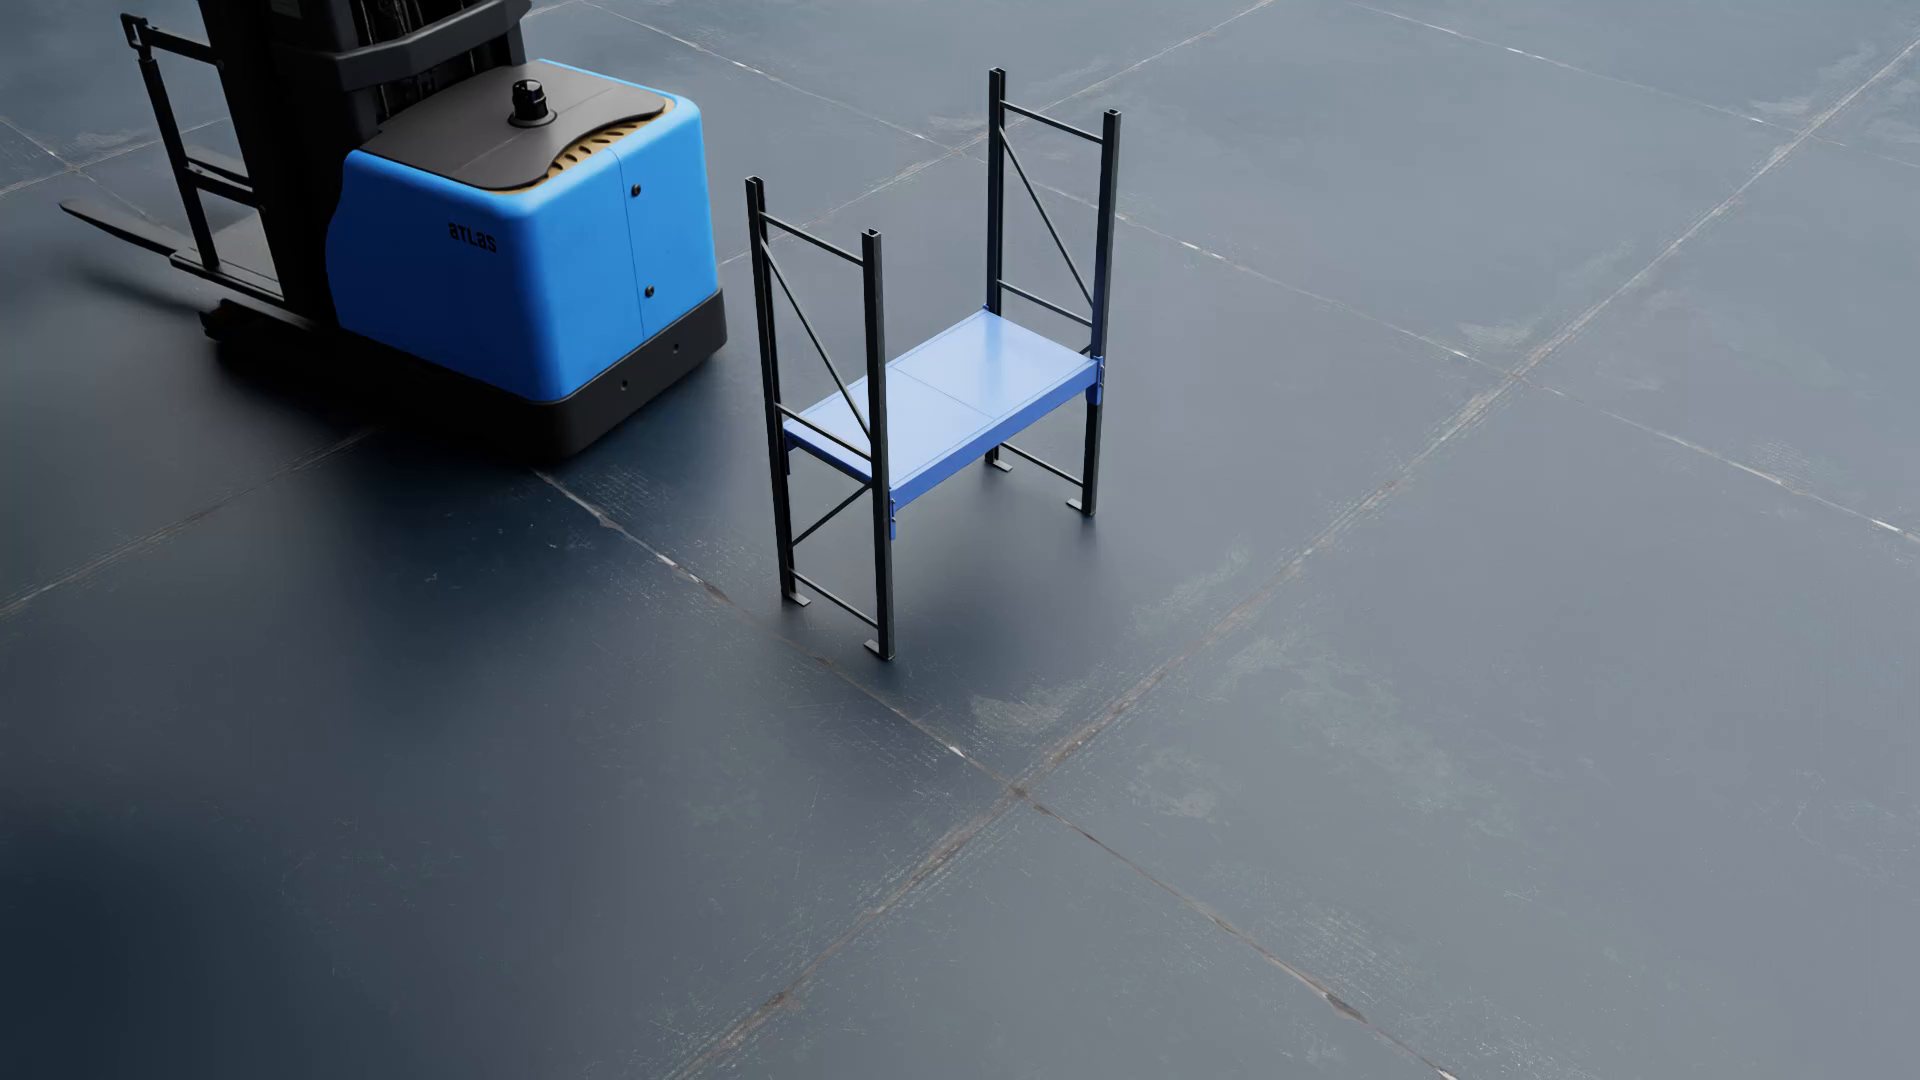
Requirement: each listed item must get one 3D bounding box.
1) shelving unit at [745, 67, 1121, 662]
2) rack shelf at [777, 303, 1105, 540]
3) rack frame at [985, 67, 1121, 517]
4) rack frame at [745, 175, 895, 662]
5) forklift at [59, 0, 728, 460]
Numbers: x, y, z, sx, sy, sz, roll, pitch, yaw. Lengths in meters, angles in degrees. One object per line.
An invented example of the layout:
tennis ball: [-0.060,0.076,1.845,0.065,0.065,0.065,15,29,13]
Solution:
shelving unit: [-0.058,-0.548,5.234,0.538,1.500,1.048,30,47,32]
rack shelf: [-0.058,-0.407,5.346,0.538,0.185,1.000,30,47,32]
rack frame: [0.285,-0.781,5.528,0.500,1.500,0.032,30,47,32]
rack frame: [-0.400,-0.314,4.940,0.500,1.500,0.032,30,47,32]
forklift: [-2.455,-2.124,6.066,3.031,2.935,1.130,21,43,24]
